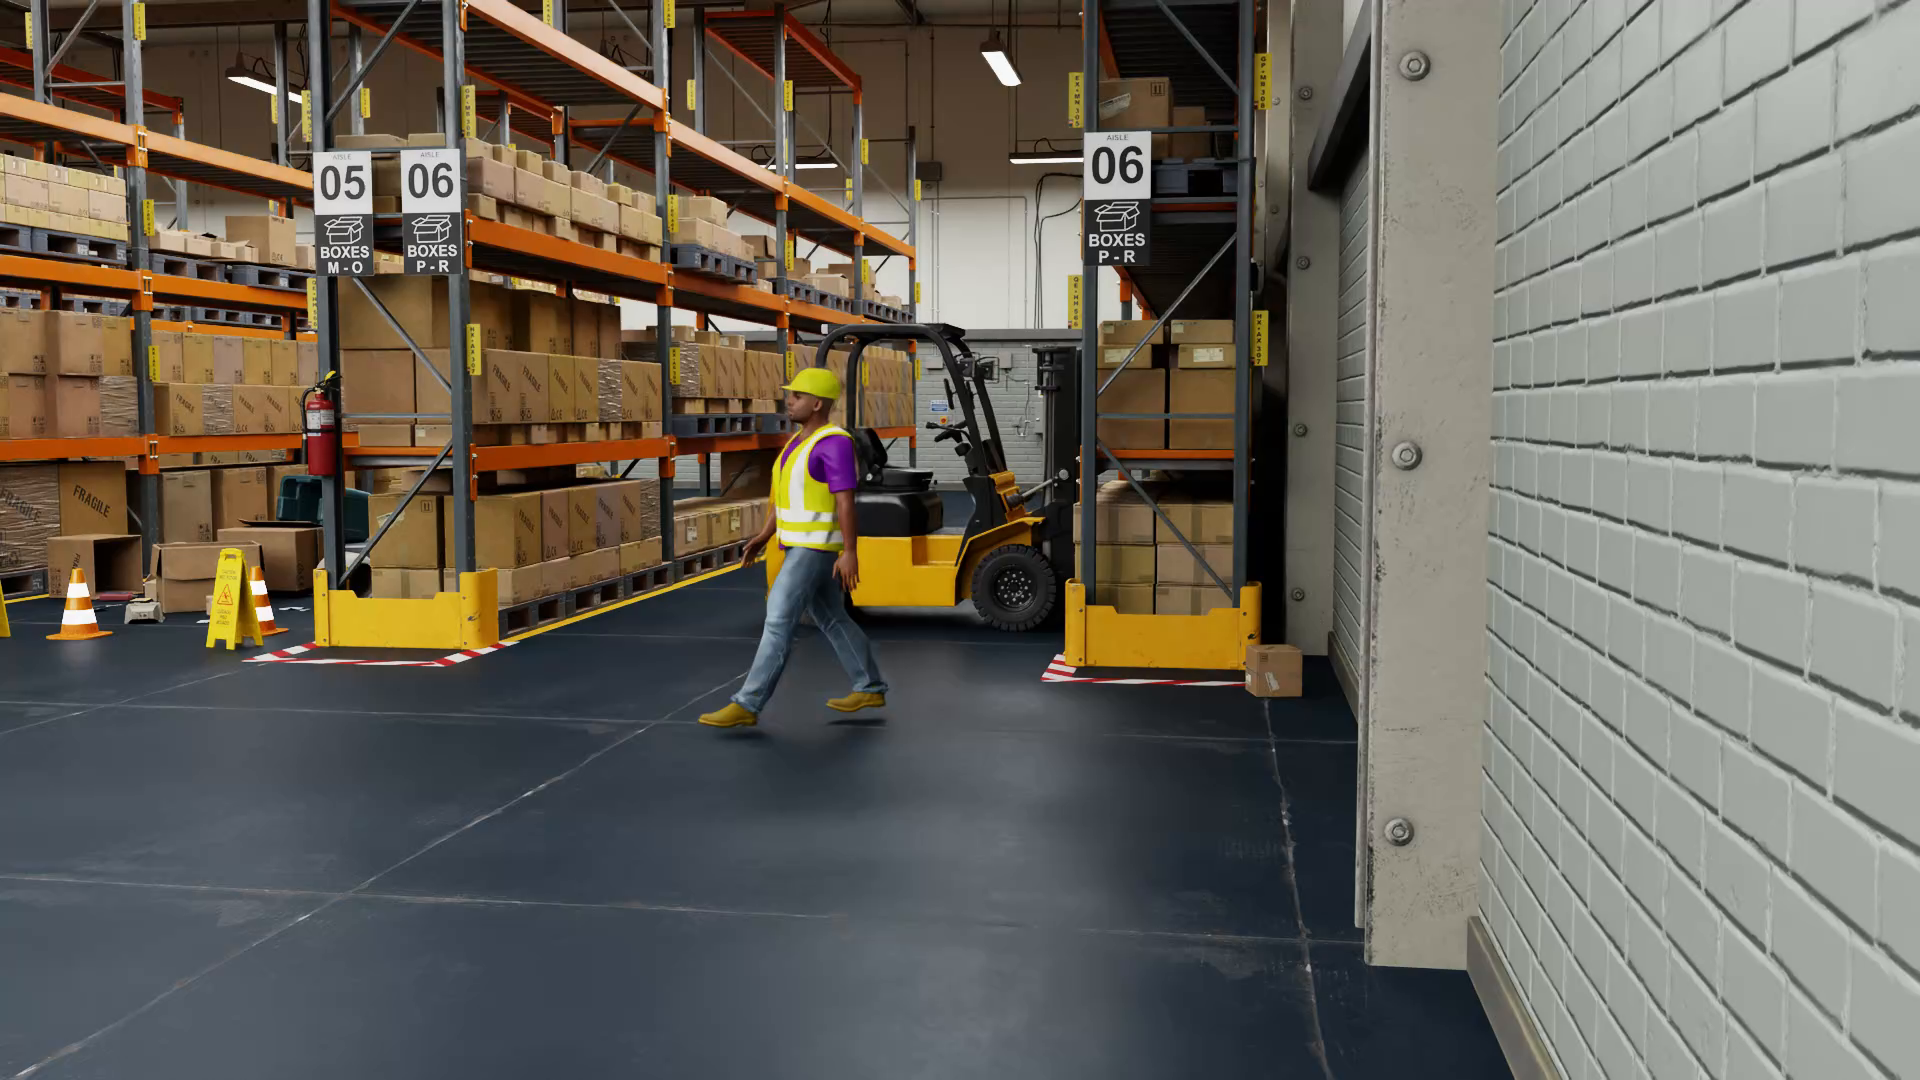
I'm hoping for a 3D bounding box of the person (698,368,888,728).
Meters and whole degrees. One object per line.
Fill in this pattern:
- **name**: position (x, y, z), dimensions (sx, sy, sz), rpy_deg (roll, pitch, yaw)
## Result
- **person**: position (-0.822, 0.019, 8.103), dimensions (1.002, 1.711, 0.609), rpy_deg (-2, 5, -21)
